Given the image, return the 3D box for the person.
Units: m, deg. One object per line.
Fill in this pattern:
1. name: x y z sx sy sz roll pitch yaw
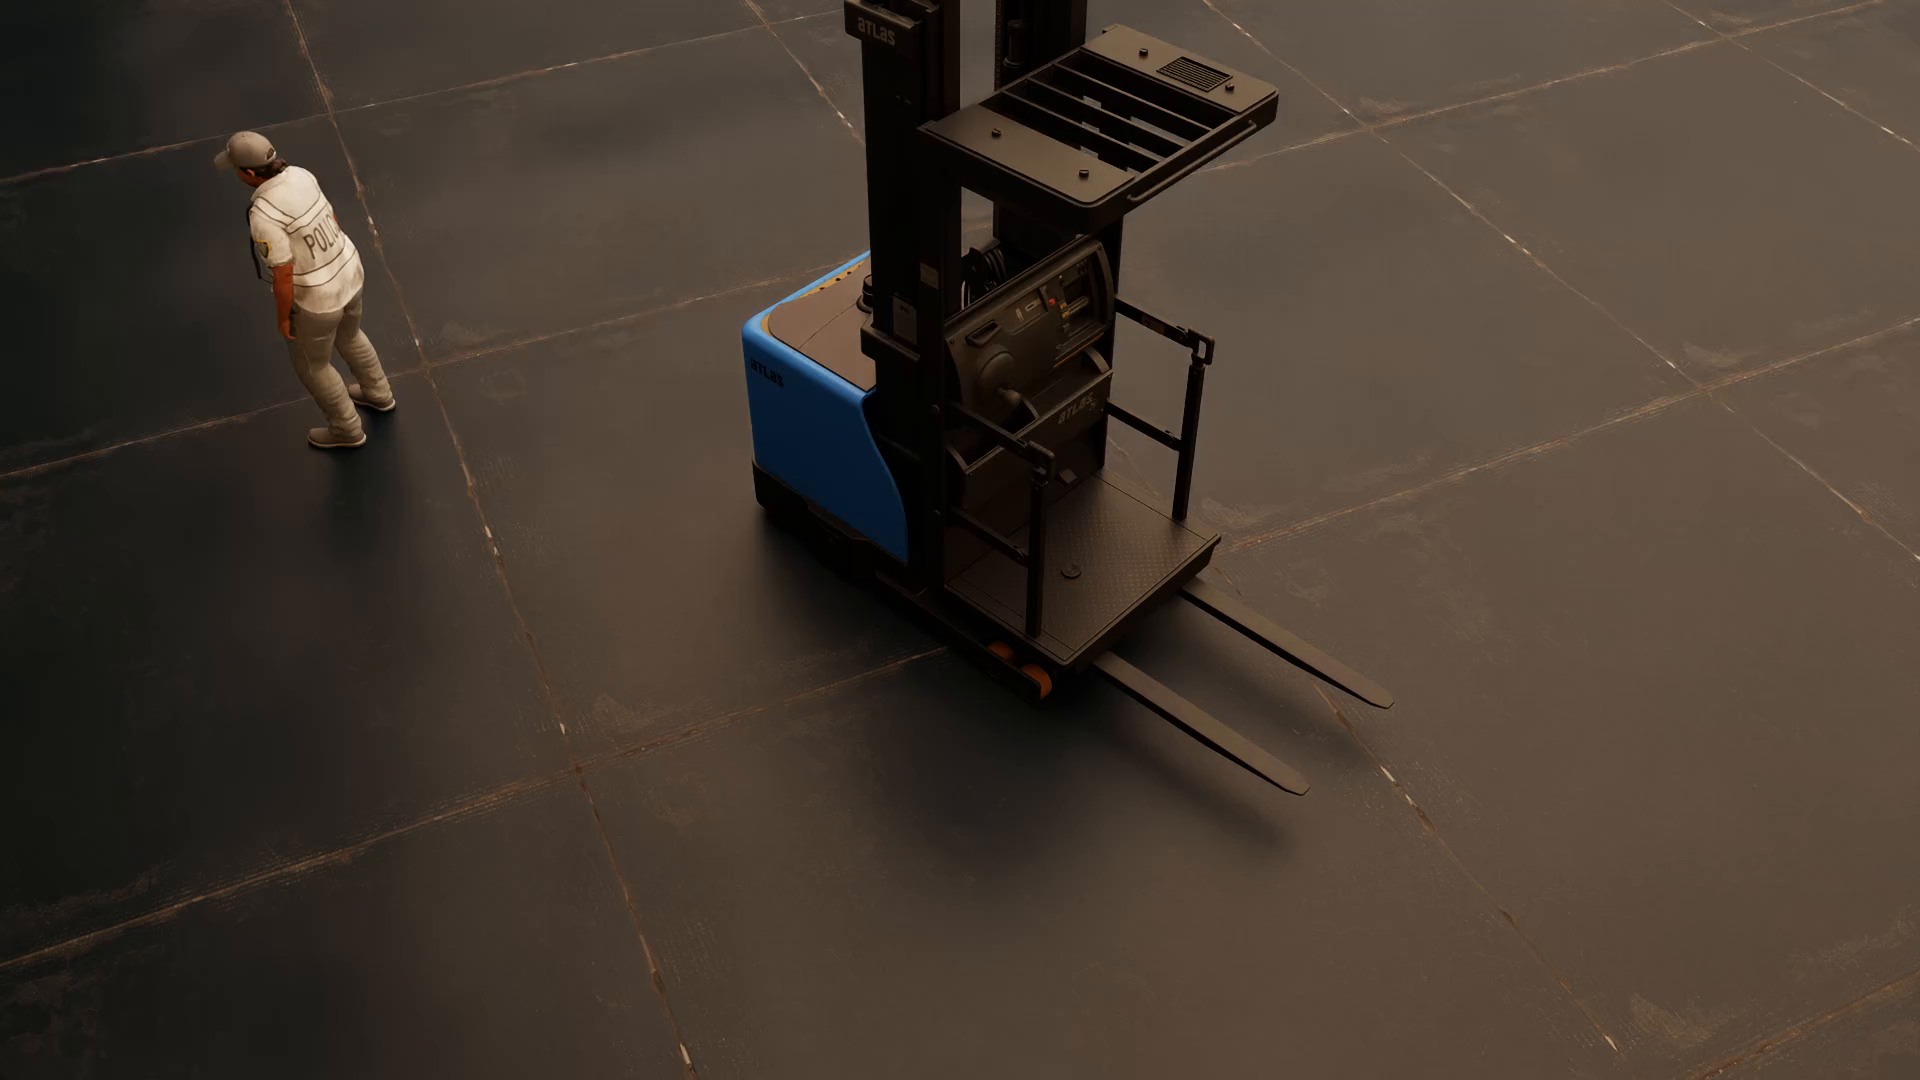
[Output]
1. person: -3.078 -1.191 7.885 0.468 1.666 0.564 9 44 10

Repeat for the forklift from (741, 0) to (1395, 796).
1. forklift: 0.445 -0.788 6.525 3.031 2.935 1.130 32 52 30
